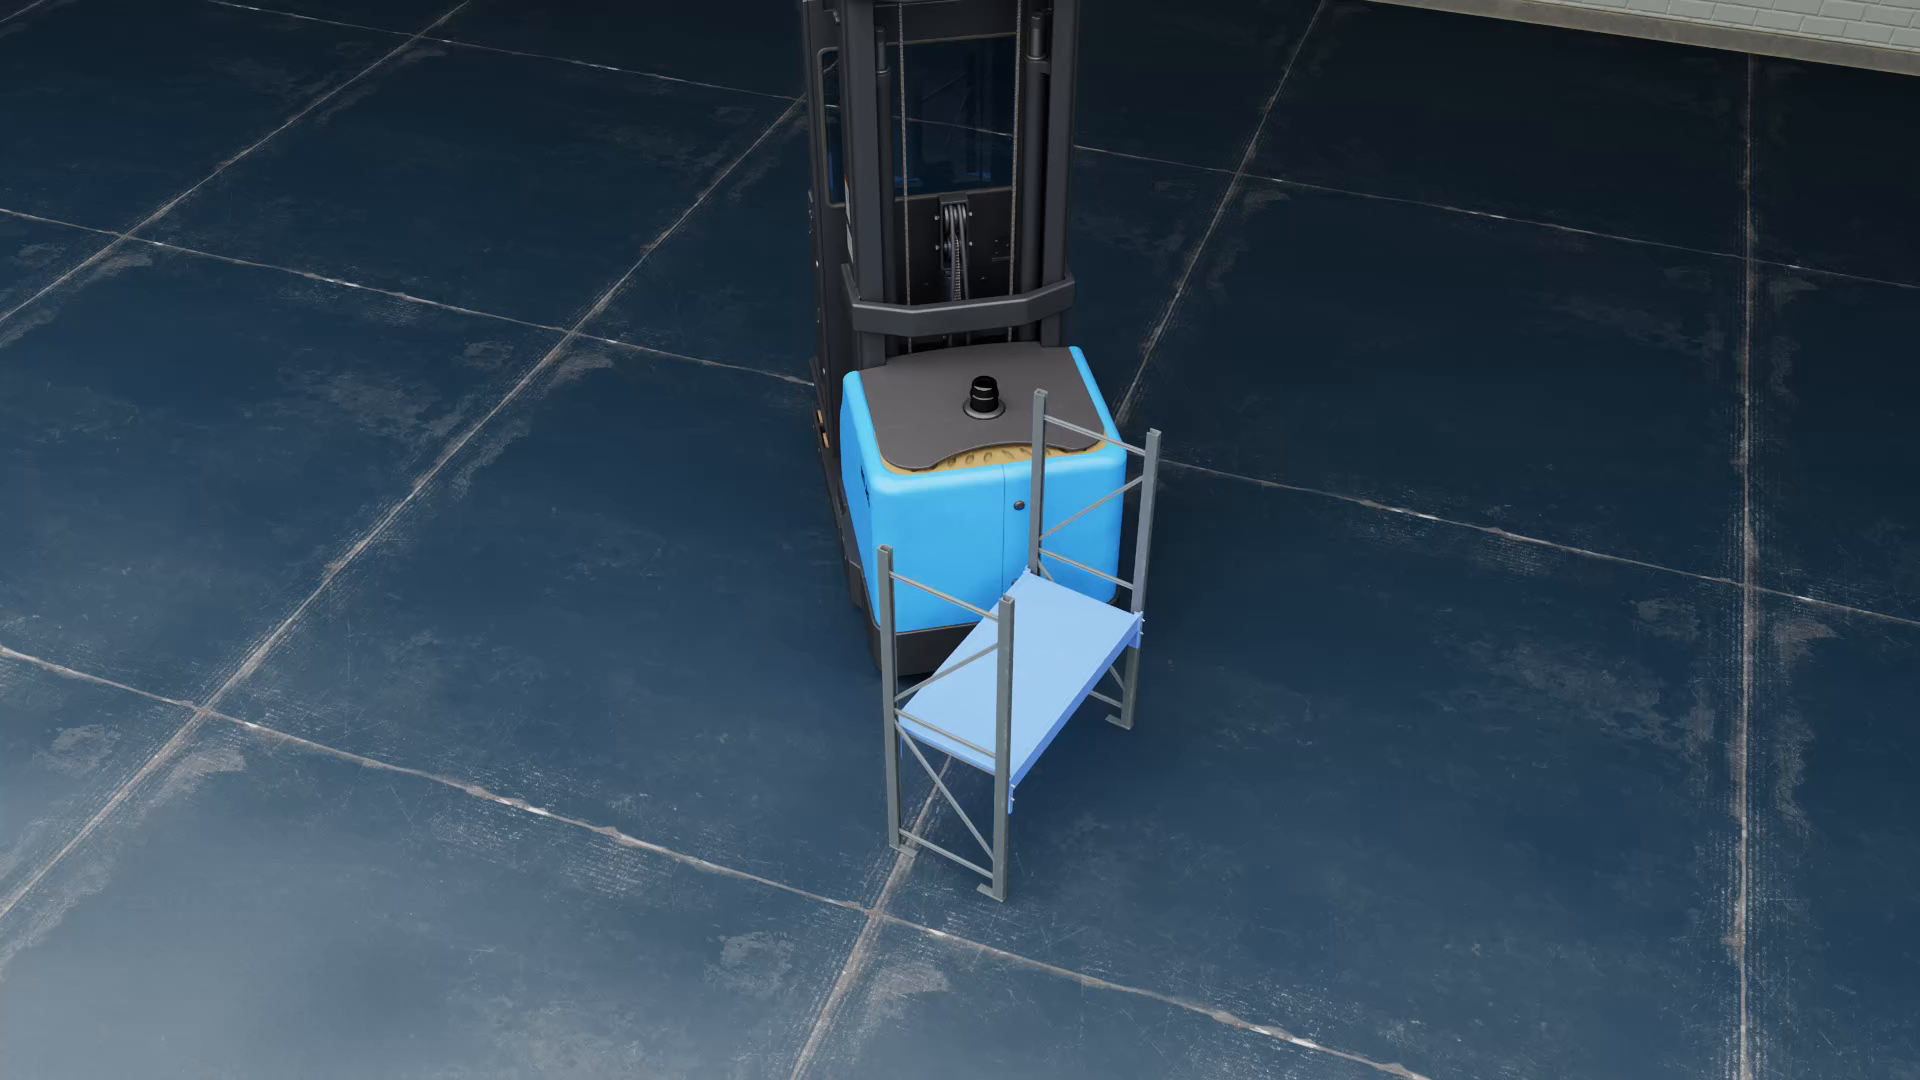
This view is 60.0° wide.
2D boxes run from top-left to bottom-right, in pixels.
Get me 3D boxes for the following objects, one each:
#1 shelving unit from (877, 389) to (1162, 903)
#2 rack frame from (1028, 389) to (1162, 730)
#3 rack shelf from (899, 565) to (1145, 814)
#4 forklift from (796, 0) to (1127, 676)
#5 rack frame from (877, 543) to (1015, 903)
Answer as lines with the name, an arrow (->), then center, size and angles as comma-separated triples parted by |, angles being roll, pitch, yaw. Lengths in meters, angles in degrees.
shelving unit -> 0.220, 0.394, 6.086 | 0.538, 1.500, 1.048 | 22, 45, 24
rack frame -> 0.488, 0.114, 6.415 | 0.500, 1.500, 0.032 | 22, 45, 24
rack shelf -> 0.220, 0.531, 6.203 | 0.538, 0.185, 1.000 | 22, 45, 24
forklift -> -0.121, -1.511, 7.217 | 1.130, 2.935, 3.031 | -7, 41, -9
rack frame -> -0.048, 0.674, 5.758 | 0.500, 1.500, 0.032 | 22, 45, 24
